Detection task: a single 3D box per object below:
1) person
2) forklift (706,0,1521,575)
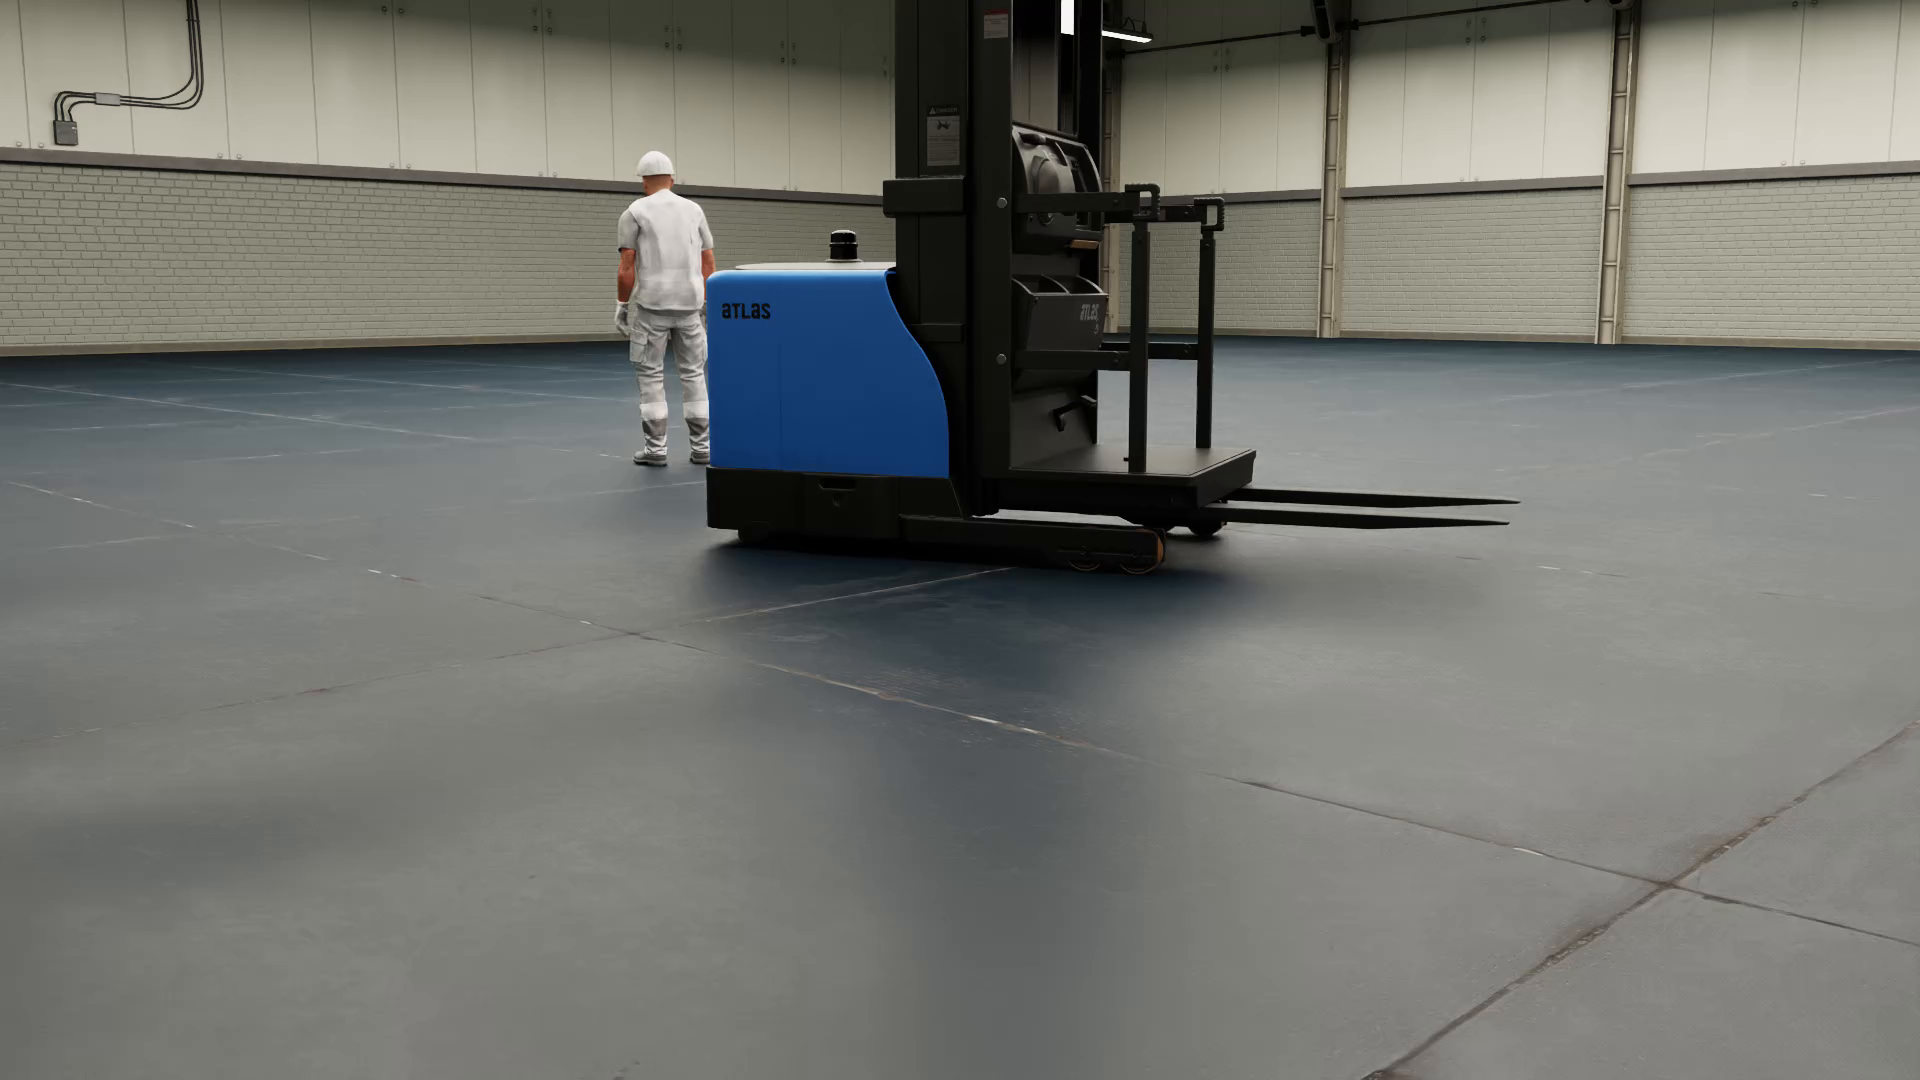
[{"bbox_3d":[-1.684,-1.324,9.549,0.609,1.779,0.454,-5,10,-28],"label":"person"},{"bbox_3d":[0.565,-1.416,6.275,3.031,2.935,1.130,3,9,22],"label":"forklift"}]
